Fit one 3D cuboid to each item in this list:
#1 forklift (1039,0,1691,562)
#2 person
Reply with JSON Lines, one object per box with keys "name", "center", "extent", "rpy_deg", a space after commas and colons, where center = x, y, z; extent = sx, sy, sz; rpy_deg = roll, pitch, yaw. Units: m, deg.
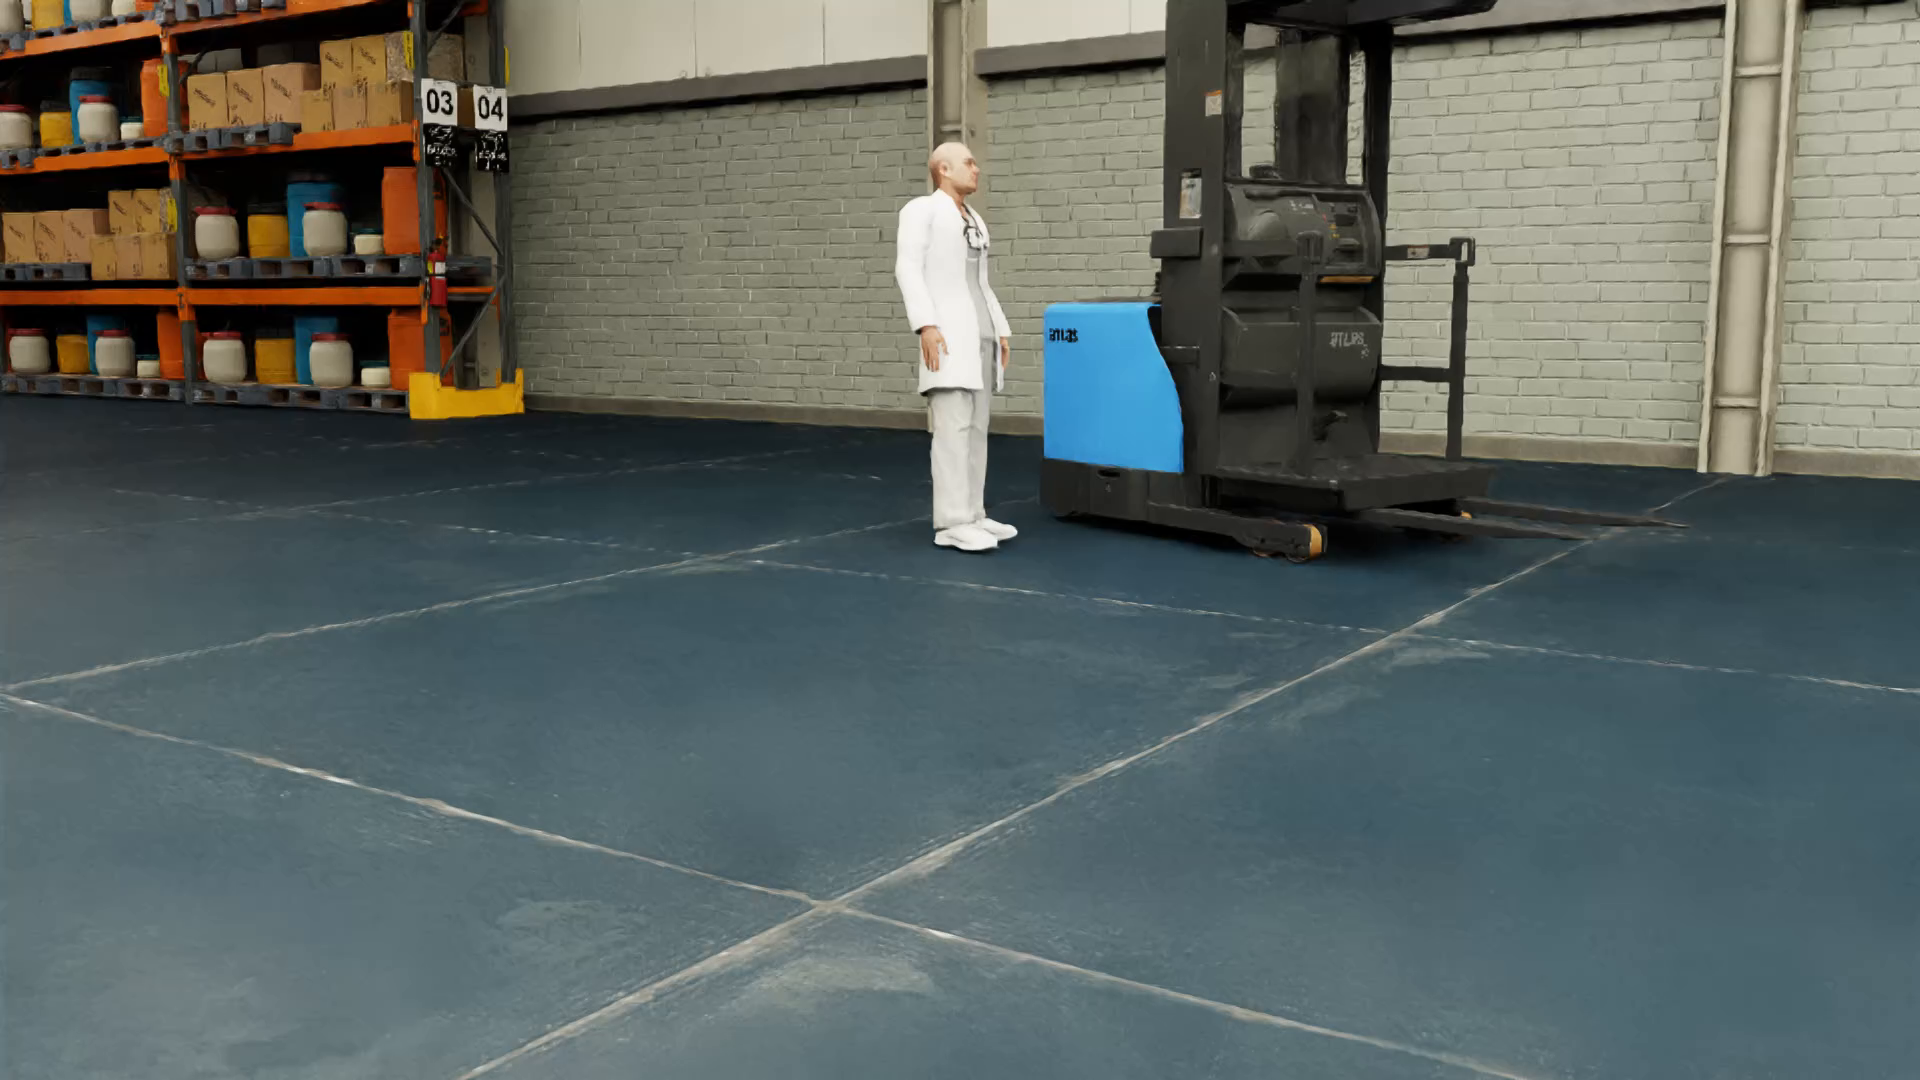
{"name": "forklift", "center": [1.673, -1.435, 7.281], "extent": [1.130, 2.935, 3.031], "rpy_deg": [-6, 10, -36]}
{"name": "person", "center": [0.073, -0.880, 7.423], "extent": [0.579, 1.776, 0.694], "rpy_deg": [5, 10, 34]}
